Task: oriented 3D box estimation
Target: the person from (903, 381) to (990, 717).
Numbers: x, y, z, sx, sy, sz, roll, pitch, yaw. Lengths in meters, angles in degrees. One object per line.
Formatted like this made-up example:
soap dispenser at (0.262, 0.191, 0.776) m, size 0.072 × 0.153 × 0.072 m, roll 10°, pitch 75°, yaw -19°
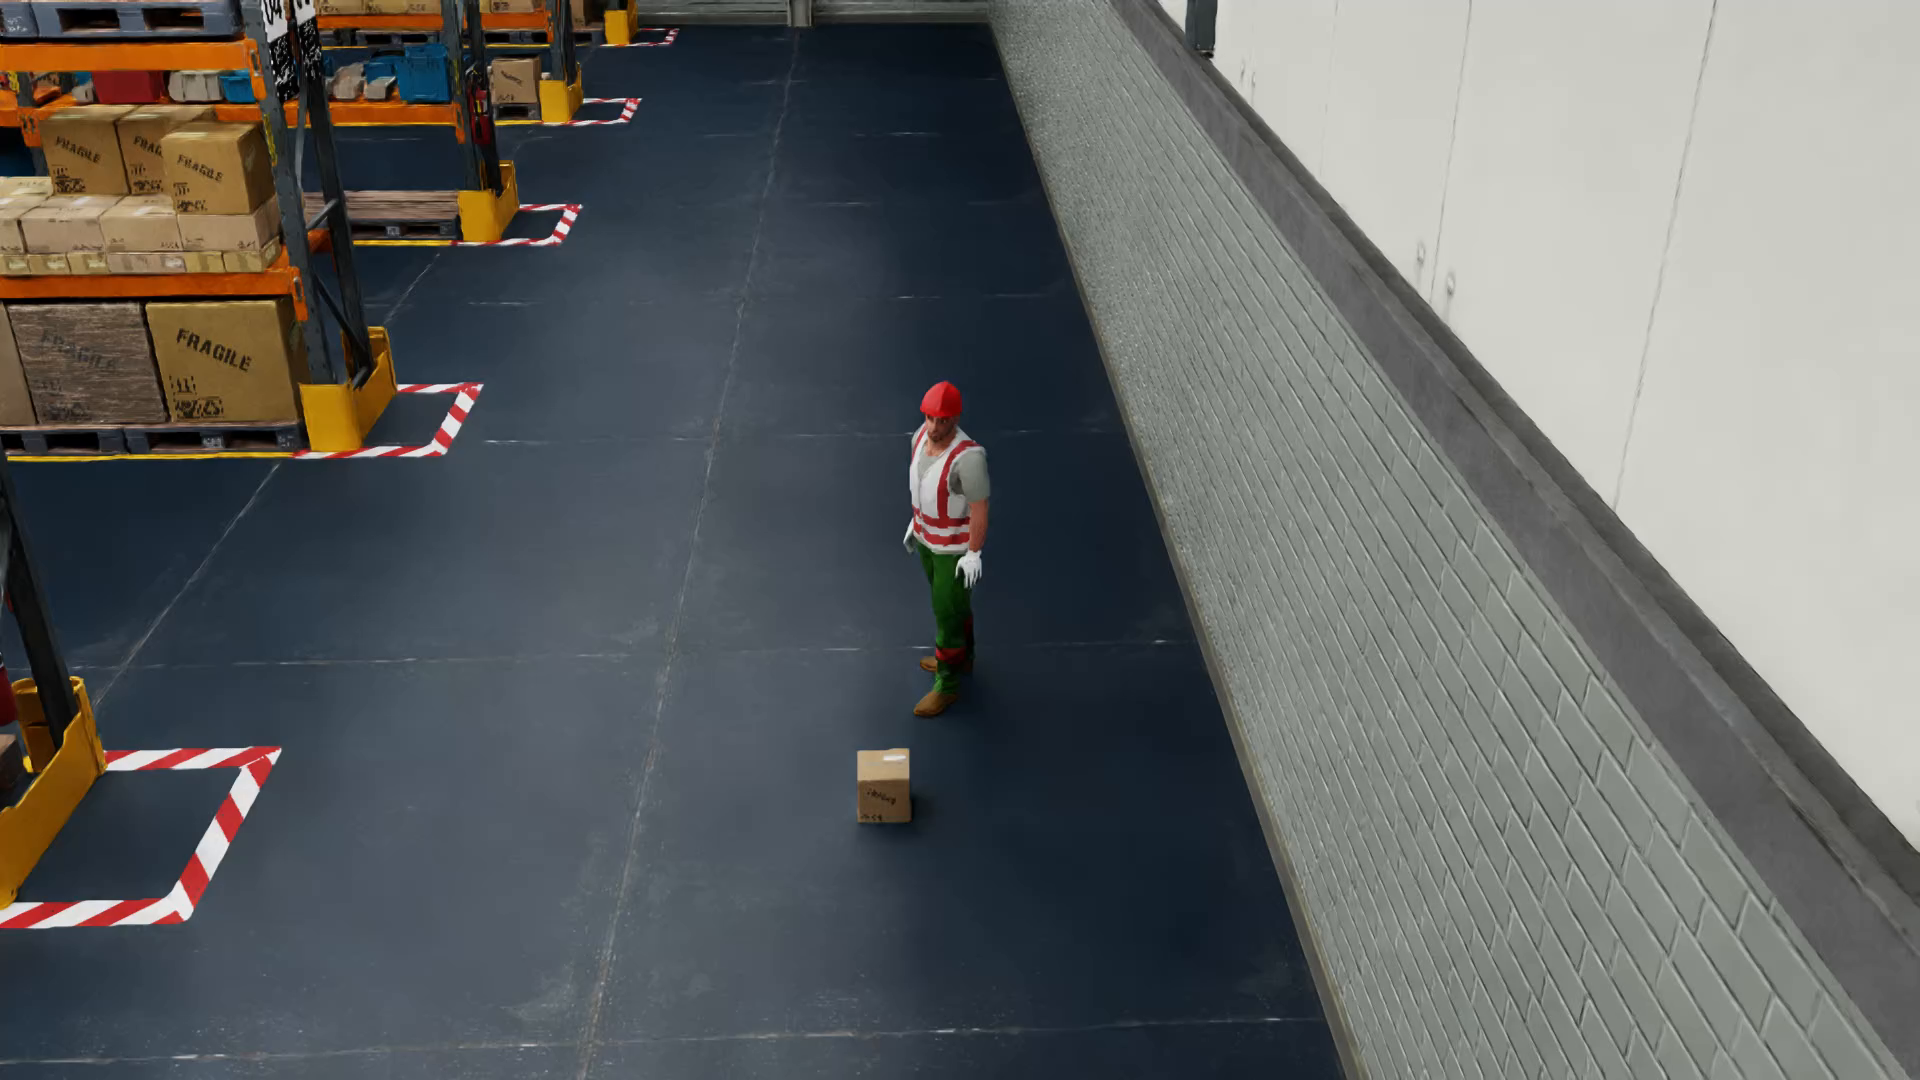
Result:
person at (-0.093, 0.016, 8.553) m, size 0.524 × 1.789 × 0.548 m, roll -16°, pitch 31°, yaw -28°
